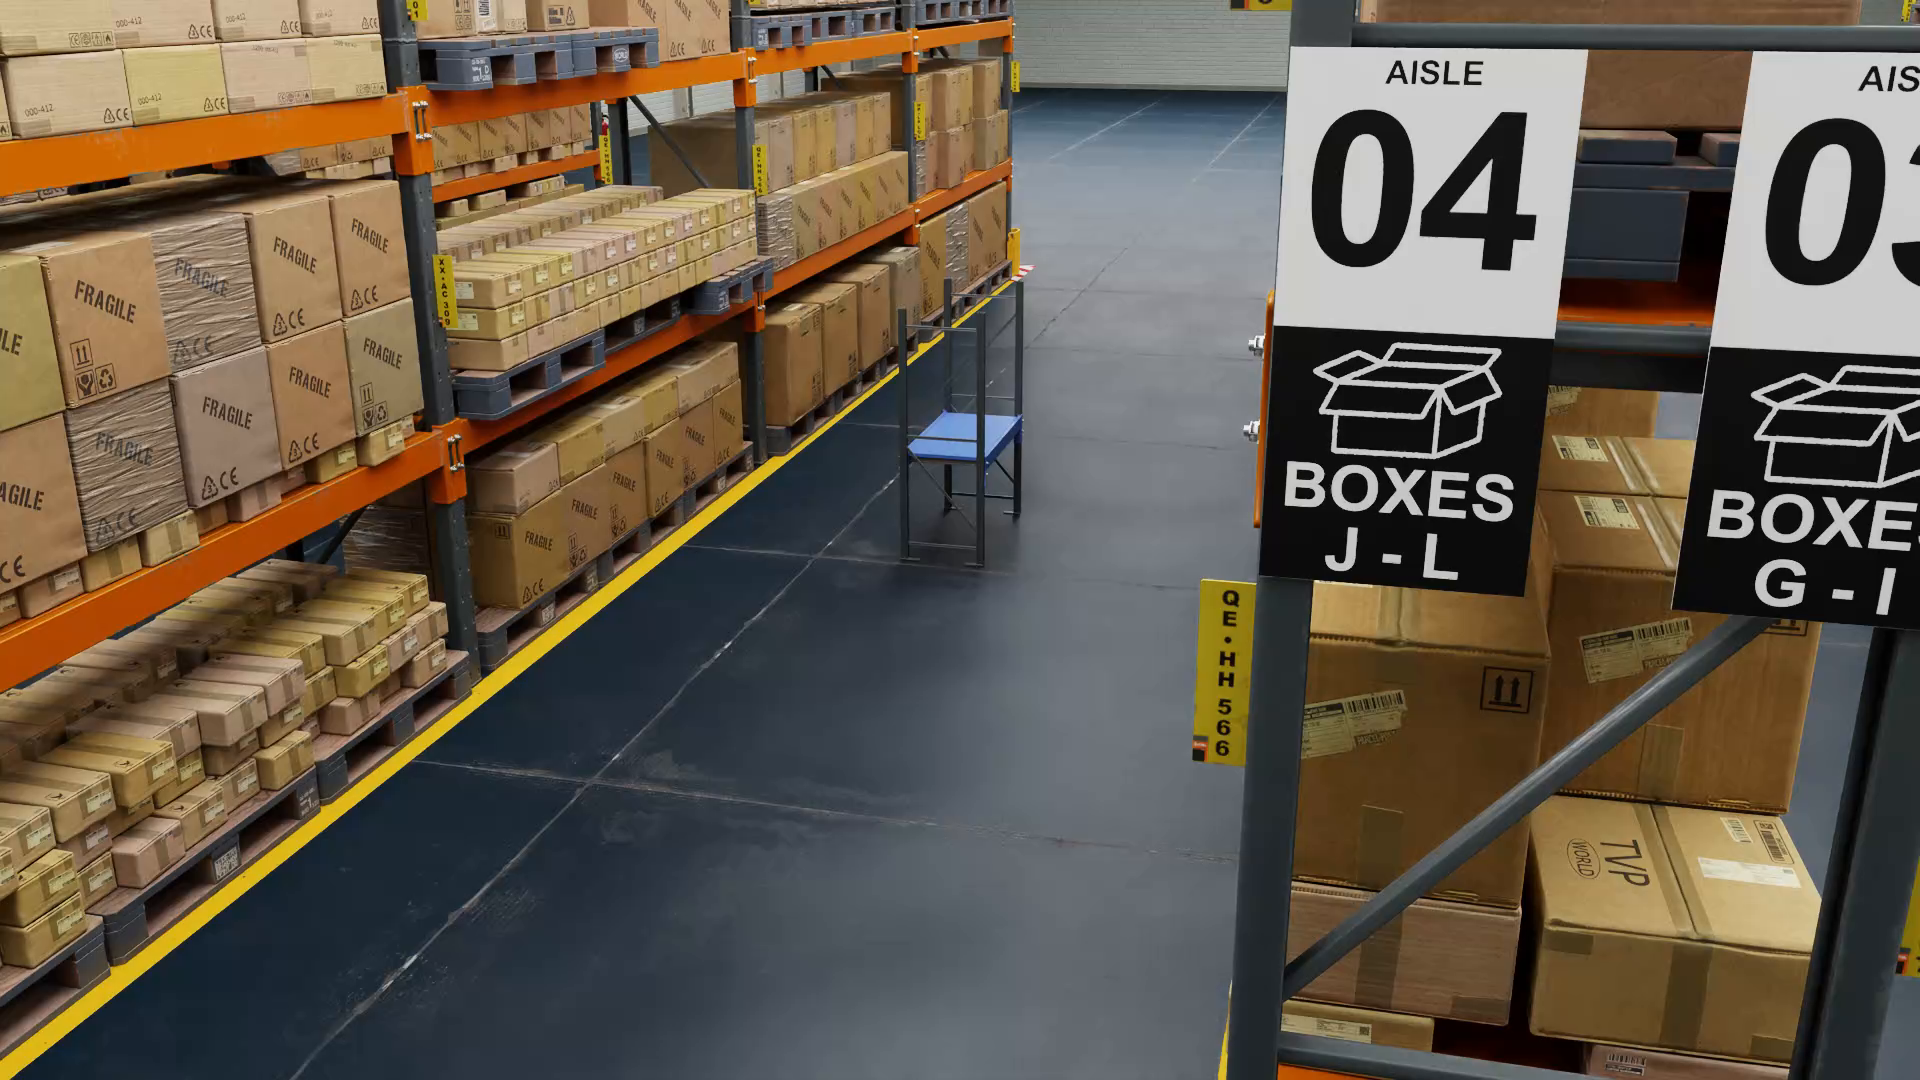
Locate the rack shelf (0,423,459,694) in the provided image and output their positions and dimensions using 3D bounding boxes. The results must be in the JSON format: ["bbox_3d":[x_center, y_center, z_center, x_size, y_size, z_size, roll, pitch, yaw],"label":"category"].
[{"bbox_3d":[-3.334,0.219,6.018,1.077,0.370,4.000,5,19,13],"label":"rack shelf"}]

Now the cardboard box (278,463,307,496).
[{"bbox_3d":[-2.898,-0.277,6.748,0.380,0.149,0.250,4,19,12],"label":"cardboard box"}]

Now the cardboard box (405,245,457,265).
[{"bbox_3d":[-2.806,-1.416,8.511,0.380,0.149,0.250,4,19,12],"label":"cardboard box"}]

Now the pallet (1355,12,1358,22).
[{"bbox_3d":[3.390,-3.652,11.890,1.213,0.211,1.003,5,19,13],"label":"pallet"}]

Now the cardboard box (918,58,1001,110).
[{"bbox_3d":[-0.041,-4.978,18.219,0.875,0.550,0.550,5,19,13],"label":"cardboard box"}]

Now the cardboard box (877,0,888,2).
[{"bbox_3d":[-0.908,-4.616,13.848,0.500,0.250,0.500,5,19,14],"label":"cardboard box"}]

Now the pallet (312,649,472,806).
[{"bbox_3d":[-2.975,0.785,7.563,1.003,0.211,1.213,5,19,13],"label":"pallet"}]

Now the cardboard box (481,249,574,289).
[{"bbox_3d":[-2.175,-1.365,8.361,0.380,0.149,0.250,5,19,14],"label":"cardboard box"}]

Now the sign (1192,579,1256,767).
[{"bbox_3d":[0.440,0.222,2.740,0.100,0.325,0.005,5,19,13],"label":"sign"}]

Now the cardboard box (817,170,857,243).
[{"bbox_3d":[-1.127,-2.642,13.128,0.500,0.500,0.500,4,19,13],"label":"cardboard box"}]

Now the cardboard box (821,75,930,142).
[{"bbox_3d":[-0.767,-3.950,15.210,0.875,0.550,0.550,5,19,13],"label":"cardboard box"}]

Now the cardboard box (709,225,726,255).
[{"bbox_3d":[-1.672,-1.865,10.286,0.380,0.149,0.250,5,20,15],"label":"cardboard box"}]

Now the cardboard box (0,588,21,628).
[{"bbox_3d":[-3.265,0.211,5.319,0.380,0.149,0.250,4,19,13],"label":"cardboard box"}]

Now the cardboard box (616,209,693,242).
[{"bbox_3d":[-1.797,-1.854,9.792,0.380,0.149,0.250,5,19,13],"label":"cardboard box"}]

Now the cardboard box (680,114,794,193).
[{"bbox_3d":[-1.626,-2.821,12.104,0.700,0.500,0.500,4,19,13],"label":"cardboard box"}]

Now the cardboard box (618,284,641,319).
[{"bbox_3d":[-1.989,-1.325,9.165,0.380,0.149,0.250,4,19,12],"label":"cardboard box"}]

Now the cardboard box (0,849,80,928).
[{"bbox_3d":[-3.182,1.134,5.526,0.380,0.149,0.250,5,20,15],"label":"cardboard box"}]

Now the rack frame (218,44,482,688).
[{"bbox_3d":[-2.845,-0.748,7.737,1.000,3.000,0.127,5,19,13],"label":"rack frame"}]

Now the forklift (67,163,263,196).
[{"bbox_3d":[-4.570,-1.599,10.334,1.130,2.935,3.031,5,19,14],"label":"forklift"}]

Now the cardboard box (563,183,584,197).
[{"bbox_3d":[-4.681,-3.849,19.261,0.500,0.500,0.500,5,19,14],"label":"cardboard box"}]

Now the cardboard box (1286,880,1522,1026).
[{"bbox_3d":[0.824,0.686,3.309,0.500,0.250,0.500,4,19,13],"label":"cardboard box"}]

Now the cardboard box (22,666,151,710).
[{"bbox_3d":[-3.438,0.626,6.555,0.380,0.149,0.250,4,19,11],"label":"cardboard box"}]

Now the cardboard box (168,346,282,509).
[{"bbox_3d":[-2.940,-0.444,6.231,0.500,0.500,0.500,5,19,13],"label":"cardboard box"}]

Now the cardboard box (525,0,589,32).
[{"bbox_3d":[-2.340,-2.889,8.555,0.797,0.503,0.637,4,19,13],"label":"cardboard box"}]

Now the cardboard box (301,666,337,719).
[{"bbox_3d":[-2.872,0.627,7.011,0.380,0.149,0.250,5,19,14],"label":"cardboard box"}]

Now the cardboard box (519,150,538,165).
[{"bbox_3d":[-4.866,-4.209,18.259,0.380,0.149,0.250,4,19,13],"label":"cardboard box"}]

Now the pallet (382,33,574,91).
[{"bbox_3d":[-2.591,-2.264,7.825,1.213,0.211,1.003,5,19,13],"label":"pallet"}]

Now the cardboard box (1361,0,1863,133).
[{"bbox_3d":[1.038,-0.951,2.732,0.700,0.500,0.500,3,19,10],"label":"cardboard box"}]

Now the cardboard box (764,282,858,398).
[{"bbox_3d":[-1.421,-1.594,13.044,1.050,0.750,0.750,5,19,14],"label":"cardboard box"}]

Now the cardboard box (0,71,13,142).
[{"bbox_3d":[-3.218,-1.291,4.917,0.500,0.250,0.500,4,19,12],"label":"cardboard box"}]

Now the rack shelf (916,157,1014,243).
[{"bbox_3d":[-0.402,-3.542,17.030,1.077,0.370,4.000,5,19,13],"label":"rack shelf"}]

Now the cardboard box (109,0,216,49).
[{"bbox_3d":[-2.972,-1.843,5.759,0.500,0.250,0.500,5,20,16],"label":"cardboard box"}]

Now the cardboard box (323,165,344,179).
[{"bbox_3d":[-5.742,-3.267,14.849,0.380,0.149,0.250,5,19,14],"label":"cardboard box"}]

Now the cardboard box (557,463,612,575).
[{"bbox_3d":[-2.280,-0.141,9.176,0.500,0.500,0.500,6,20,16],"label":"cardboard box"}]

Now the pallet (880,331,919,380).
[{"bbox_3d":[-1.006,-1.688,14.804,1.003,0.211,1.213,5,19,13],"label":"pallet"}]

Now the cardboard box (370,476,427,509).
[{"bbox_3d":[-2.908,-0.372,8.694,0.500,0.250,0.500,4,19,12],"label":"cardboard box"}]

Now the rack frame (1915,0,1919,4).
[{"bbox_3d":[9.675,-6.534,15.394,1.000,3.000,0.127,5,19,13],"label":"rack frame"}]

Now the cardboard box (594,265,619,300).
[{"bbox_3d":[-2.052,-1.384,8.879,0.380,0.149,0.250,5,20,16],"label":"cardboard box"}]

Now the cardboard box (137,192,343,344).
[{"bbox_3d":[-2.819,-1.078,6.542,0.500,0.500,0.500,4,19,12],"label":"cardboard box"}]

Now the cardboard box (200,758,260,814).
[{"bbox_3d":[-2.992,0.953,6.518,0.380,0.149,0.250,5,19,14],"label":"cardboard box"}]

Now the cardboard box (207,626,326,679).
[{"bbox_3d":[-2.896,0.490,6.953,0.380,0.149,0.250,5,20,15],"label":"cardboard box"}]

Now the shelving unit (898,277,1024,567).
[{"bbox_3d":[0.021,-0.736,10.023,0.538,1.500,1.048,5,19,13],"label":"shelving unit"}]

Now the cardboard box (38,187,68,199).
[{"bbox_3d":[-6.565,-2.699,11.747,0.500,0.500,0.500,4,19,12],"label":"cardboard box"}]

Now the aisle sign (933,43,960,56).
[{"bbox_3d":[-0.187,-5.785,18.463,0.394,0.787,0.004,5,19,13],"label":"aisle sign"}]

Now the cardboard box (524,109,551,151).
[{"bbox_3d":[-4.856,-4.552,18.258,0.500,0.500,0.500,5,19,13],"label":"cardboard box"}]

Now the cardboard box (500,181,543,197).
[{"bbox_3d":[-4.836,-3.875,18.332,0.380,0.149,0.250,6,20,16],"label":"cardboard box"}]

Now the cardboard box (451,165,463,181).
[{"bbox_3d":[-5.280,-3.738,16.880,0.380,0.149,0.250,5,19,13],"label":"cardboard box"}]

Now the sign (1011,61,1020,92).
[{"bbox_3d":[0.610,-5.122,18.385,0.100,0.325,0.005,5,19,13],"label":"sign"}]

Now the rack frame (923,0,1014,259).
[{"bbox_3d":[0.087,-4.509,18.749,1.000,3.000,0.127,5,19,13],"label":"rack frame"}]

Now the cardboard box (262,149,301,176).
[{"bbox_3d":[-5.984,-3.358,14.113,0.500,0.500,0.500,4,19,11],"label":"cardboard box"}]

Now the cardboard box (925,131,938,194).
[{"bbox_3d":[-0.699,-3.617,15.905,0.875,0.550,0.550,5,19,13],"label":"cardboard box"}]

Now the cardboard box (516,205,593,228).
[{"bbox_3d":[-2.425,-1.905,9.942,0.380,0.149,0.250,6,20,16],"label":"cardboard box"}]

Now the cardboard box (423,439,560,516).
[{"bbox_3d":[-2.408,-0.330,8.569,0.500,0.250,0.500,4,19,11],"label":"cardboard box"}]

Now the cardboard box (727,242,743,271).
[{"bbox_3d":[-1.605,-1.813,10.594,0.380,0.149,0.250,5,19,13],"label":"cardboard box"}]

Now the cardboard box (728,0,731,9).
[{"bbox_3d":[-1.631,-3.641,11.149,0.380,0.149,0.250,4,19,11],"label":"cardboard box"}]

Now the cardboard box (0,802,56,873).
[{"bbox_3d":[-3.248,0.988,5.495,0.380,0.149,0.250,4,19,11],"label":"cardboard box"}]

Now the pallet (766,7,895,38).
[{"bbox_3d":[-1.066,-4.293,13.772,0.805,0.209,1.217,4,19,11],"label":"pallet"}]
